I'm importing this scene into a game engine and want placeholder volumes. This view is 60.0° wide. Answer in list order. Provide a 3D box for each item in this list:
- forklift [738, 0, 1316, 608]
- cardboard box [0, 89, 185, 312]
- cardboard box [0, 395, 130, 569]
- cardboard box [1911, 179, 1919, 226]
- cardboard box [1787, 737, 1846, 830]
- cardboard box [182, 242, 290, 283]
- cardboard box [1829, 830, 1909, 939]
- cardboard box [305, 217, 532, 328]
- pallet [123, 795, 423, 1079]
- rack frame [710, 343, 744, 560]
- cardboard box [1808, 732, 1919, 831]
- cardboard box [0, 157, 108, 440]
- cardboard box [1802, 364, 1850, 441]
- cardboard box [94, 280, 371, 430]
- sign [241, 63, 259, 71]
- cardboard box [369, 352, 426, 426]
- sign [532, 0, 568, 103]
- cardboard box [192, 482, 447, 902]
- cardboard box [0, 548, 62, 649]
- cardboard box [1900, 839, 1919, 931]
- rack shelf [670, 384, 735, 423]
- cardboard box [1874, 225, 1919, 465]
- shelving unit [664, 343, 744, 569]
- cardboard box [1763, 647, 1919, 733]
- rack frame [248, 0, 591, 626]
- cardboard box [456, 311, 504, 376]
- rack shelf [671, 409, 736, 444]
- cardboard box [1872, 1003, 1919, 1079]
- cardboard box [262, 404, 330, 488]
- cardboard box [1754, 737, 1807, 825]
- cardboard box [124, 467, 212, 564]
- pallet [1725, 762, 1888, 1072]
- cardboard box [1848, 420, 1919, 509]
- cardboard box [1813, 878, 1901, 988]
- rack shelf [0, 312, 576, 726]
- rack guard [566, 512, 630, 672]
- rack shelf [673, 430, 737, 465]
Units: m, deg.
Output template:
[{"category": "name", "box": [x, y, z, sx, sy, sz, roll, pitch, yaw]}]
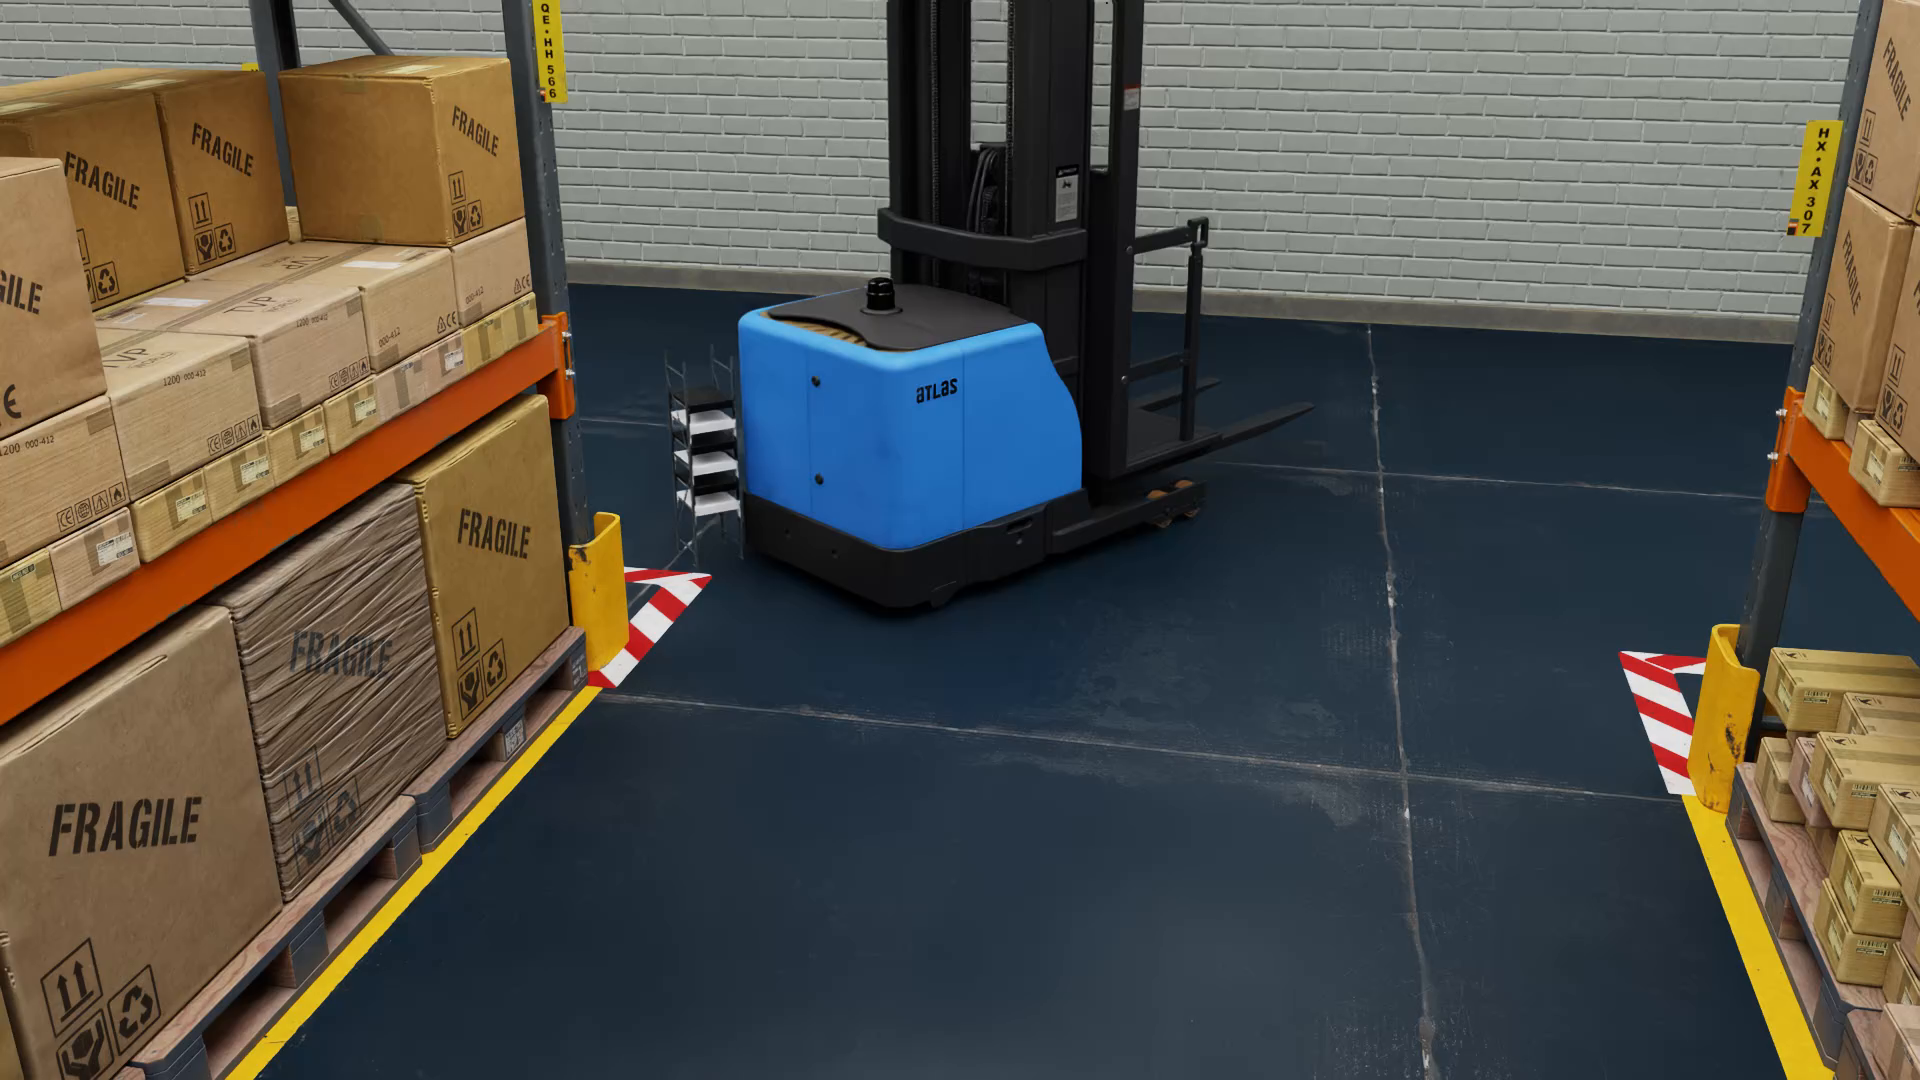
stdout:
[{"category": "forklift", "box": [0.490, -1.542, 7.259, 3.031, 2.935, 1.130, -20, 29, -40]}, {"category": "cardboard box", "box": [-2.436, -0.886, 4.338, 0.500, 0.500, 0.500, 4, 22, 9]}, {"category": "cardboard box", "box": [-2.129, -0.126, 3.455, 0.500, 0.250, 0.500, 5, 22, 12]}, {"category": "cardboard box", "box": [2.515, -0.902, 3.707, 0.500, 0.500, 0.500, 5, 22, 12]}, {"category": "cardboard box", "box": [2.494, 0.675, 4.518, 0.380, 0.149, 0.250, 4, 22, 11]}, {"category": "cardboard box", "box": [-2.333, -0.721, 4.930, 0.500, 0.250, 0.500, 4, 22, 10]}, {"category": "cardboard box", "box": [2.372, 0.857, 4.067, 0.380, 0.149, 0.250, 5, 23, 13]}, {"category": "cardboard box", "box": [-1.711, -0.869, 5.298, 0.500, 0.250, 0.500, 4, 22, 10]}, {"category": "pallet", "box": [-2.209, 1.039, 4.491, 1.003, 0.211, 1.213, 4, 22, 11]}, {"category": "rack frame", "box": [-0.990, -0.370, 7.069, 0.006, 0.900, 0.240, -12, 25, -27]}, {"category": "cardboard box", "box": [2.409, 0.627, 4.239, 0.380, 0.149, 0.250, 4, 22, 11]}, {"category": "cardboard box", "box": [-2.130, -0.477, 3.321, 0.500, 0.500, 0.500, 4, 22, 9]}, {"category": "cardboard box", "box": [2.576, -0.373, 4.600, 0.380, 0.149, 0.250, 4, 22, 10]}, {"category": "cardboard box", "box": [-1.918, -0.497, 4.375, 0.500, 0.250, 0.500, 4, 22, 9]}, {"category": "sign", "box": [-2.414, -1.480, 5.750, 0.100, 0.325, 0.005, 4, 22, 11]}, {"category": "cardboard box", "box": [-1.778, -0.447, 4.785, 0.380, 0.149, 0.250, 5, 22, 12]}, {"category": "sign", "box": [-1.343, -1.598, 5.440, 0.100, 0.325, 0.005, 4, 22, 11]}, {"category": "cardboard box", "box": [-2.110, 0.366, 4.711, 0.875, 0.875, 0.875, 4, 22, 11]}, {"category": "cardboard box", "box": [-2.091, 0.117, 3.385, 0.380, 0.149, 0.250, 4, 22, 10]}, {"category": "cardboard box", "box": [2.373, 0.825, 3.748, 0.380, 0.149, 0.250, 5, 23, 13]}, {"category": "rack shelf", "box": [-1.079, -0.572, 6.935, 0.200, 0.077, 0.258, -12, 25, -27]}, {"category": "cardboard box", "box": [2.517, -0.426, 3.865, 0.500, 0.500, 0.500, 5, 22, 11]}, {"category": "shelving unit", "box": [-1.079, -0.352, 7.023, 0.210, 0.900, 0.258, -12, 25, -27]}, {"category": "cardboard box", "box": [2.524, 0.435, 4.717, 0.380, 0.149, 0.250, 3, 22, 8]}, {"category": "rack frame", "box": [-1.872, -0.998, 5.816, 1.000, 3.000, 0.127, 4, 22, 11]}, {"category": "cardboard box", "box": [-1.673, -0.631, 5.240, 0.380, 0.149, 0.250, 5, 22, 11]}, {"category": "rack shelf", "box": [-1.079, -0.488, 6.968, 0.200, 0.077, 0.258, -12, 25, -27]}, {"category": "cardboard box", "box": [2.272, 1.176, 3.673, 0.380, 0.149, 0.250, 3, 22, 8]}, {"category": "cardboard box", "box": [-1.881, -0.257, 4.313, 0.380, 0.149, 0.250, 5, 22, 11]}, {"category": "cardboard box", "box": [2.543, 0.712, 4.824, 0.380, 0.149, 0.250, 5, 22, 12]}, {"category": "cardboard box", "box": [-1.985, -0.071, 3.852, 0.380, 0.149, 0.250, 4, 22, 9]}, {"category": "pallet", "box": [2.747, 1.033, 4.506, 1.003, 0.211, 1.213, 4, 22, 11]}, {"category": "cardboard box", "box": [2.458, -0.182, 4.127, 0.380, 0.149, 0.250, 4, 22, 9]}, {"category": "cardboard box", "box": [2.366, 0.991, 4.133, 0.380, 0.149, 0.250, 5, 22, 12]}, {"category": "rack shelf", "box": [-2.280, 0.067, 4.134, 1.077, 0.370, 4.000, 4, 22, 11]}, {"category": "rack guard", "box": [-1.867, 0.153, 6.304, 1.175, 0.500, 0.348, 4, 22, 11]}, {"category": "rack shelf", "box": [-1.079, -0.405, 7.002, 0.200, 0.077, 0.258, -12, 25, -27]}]
